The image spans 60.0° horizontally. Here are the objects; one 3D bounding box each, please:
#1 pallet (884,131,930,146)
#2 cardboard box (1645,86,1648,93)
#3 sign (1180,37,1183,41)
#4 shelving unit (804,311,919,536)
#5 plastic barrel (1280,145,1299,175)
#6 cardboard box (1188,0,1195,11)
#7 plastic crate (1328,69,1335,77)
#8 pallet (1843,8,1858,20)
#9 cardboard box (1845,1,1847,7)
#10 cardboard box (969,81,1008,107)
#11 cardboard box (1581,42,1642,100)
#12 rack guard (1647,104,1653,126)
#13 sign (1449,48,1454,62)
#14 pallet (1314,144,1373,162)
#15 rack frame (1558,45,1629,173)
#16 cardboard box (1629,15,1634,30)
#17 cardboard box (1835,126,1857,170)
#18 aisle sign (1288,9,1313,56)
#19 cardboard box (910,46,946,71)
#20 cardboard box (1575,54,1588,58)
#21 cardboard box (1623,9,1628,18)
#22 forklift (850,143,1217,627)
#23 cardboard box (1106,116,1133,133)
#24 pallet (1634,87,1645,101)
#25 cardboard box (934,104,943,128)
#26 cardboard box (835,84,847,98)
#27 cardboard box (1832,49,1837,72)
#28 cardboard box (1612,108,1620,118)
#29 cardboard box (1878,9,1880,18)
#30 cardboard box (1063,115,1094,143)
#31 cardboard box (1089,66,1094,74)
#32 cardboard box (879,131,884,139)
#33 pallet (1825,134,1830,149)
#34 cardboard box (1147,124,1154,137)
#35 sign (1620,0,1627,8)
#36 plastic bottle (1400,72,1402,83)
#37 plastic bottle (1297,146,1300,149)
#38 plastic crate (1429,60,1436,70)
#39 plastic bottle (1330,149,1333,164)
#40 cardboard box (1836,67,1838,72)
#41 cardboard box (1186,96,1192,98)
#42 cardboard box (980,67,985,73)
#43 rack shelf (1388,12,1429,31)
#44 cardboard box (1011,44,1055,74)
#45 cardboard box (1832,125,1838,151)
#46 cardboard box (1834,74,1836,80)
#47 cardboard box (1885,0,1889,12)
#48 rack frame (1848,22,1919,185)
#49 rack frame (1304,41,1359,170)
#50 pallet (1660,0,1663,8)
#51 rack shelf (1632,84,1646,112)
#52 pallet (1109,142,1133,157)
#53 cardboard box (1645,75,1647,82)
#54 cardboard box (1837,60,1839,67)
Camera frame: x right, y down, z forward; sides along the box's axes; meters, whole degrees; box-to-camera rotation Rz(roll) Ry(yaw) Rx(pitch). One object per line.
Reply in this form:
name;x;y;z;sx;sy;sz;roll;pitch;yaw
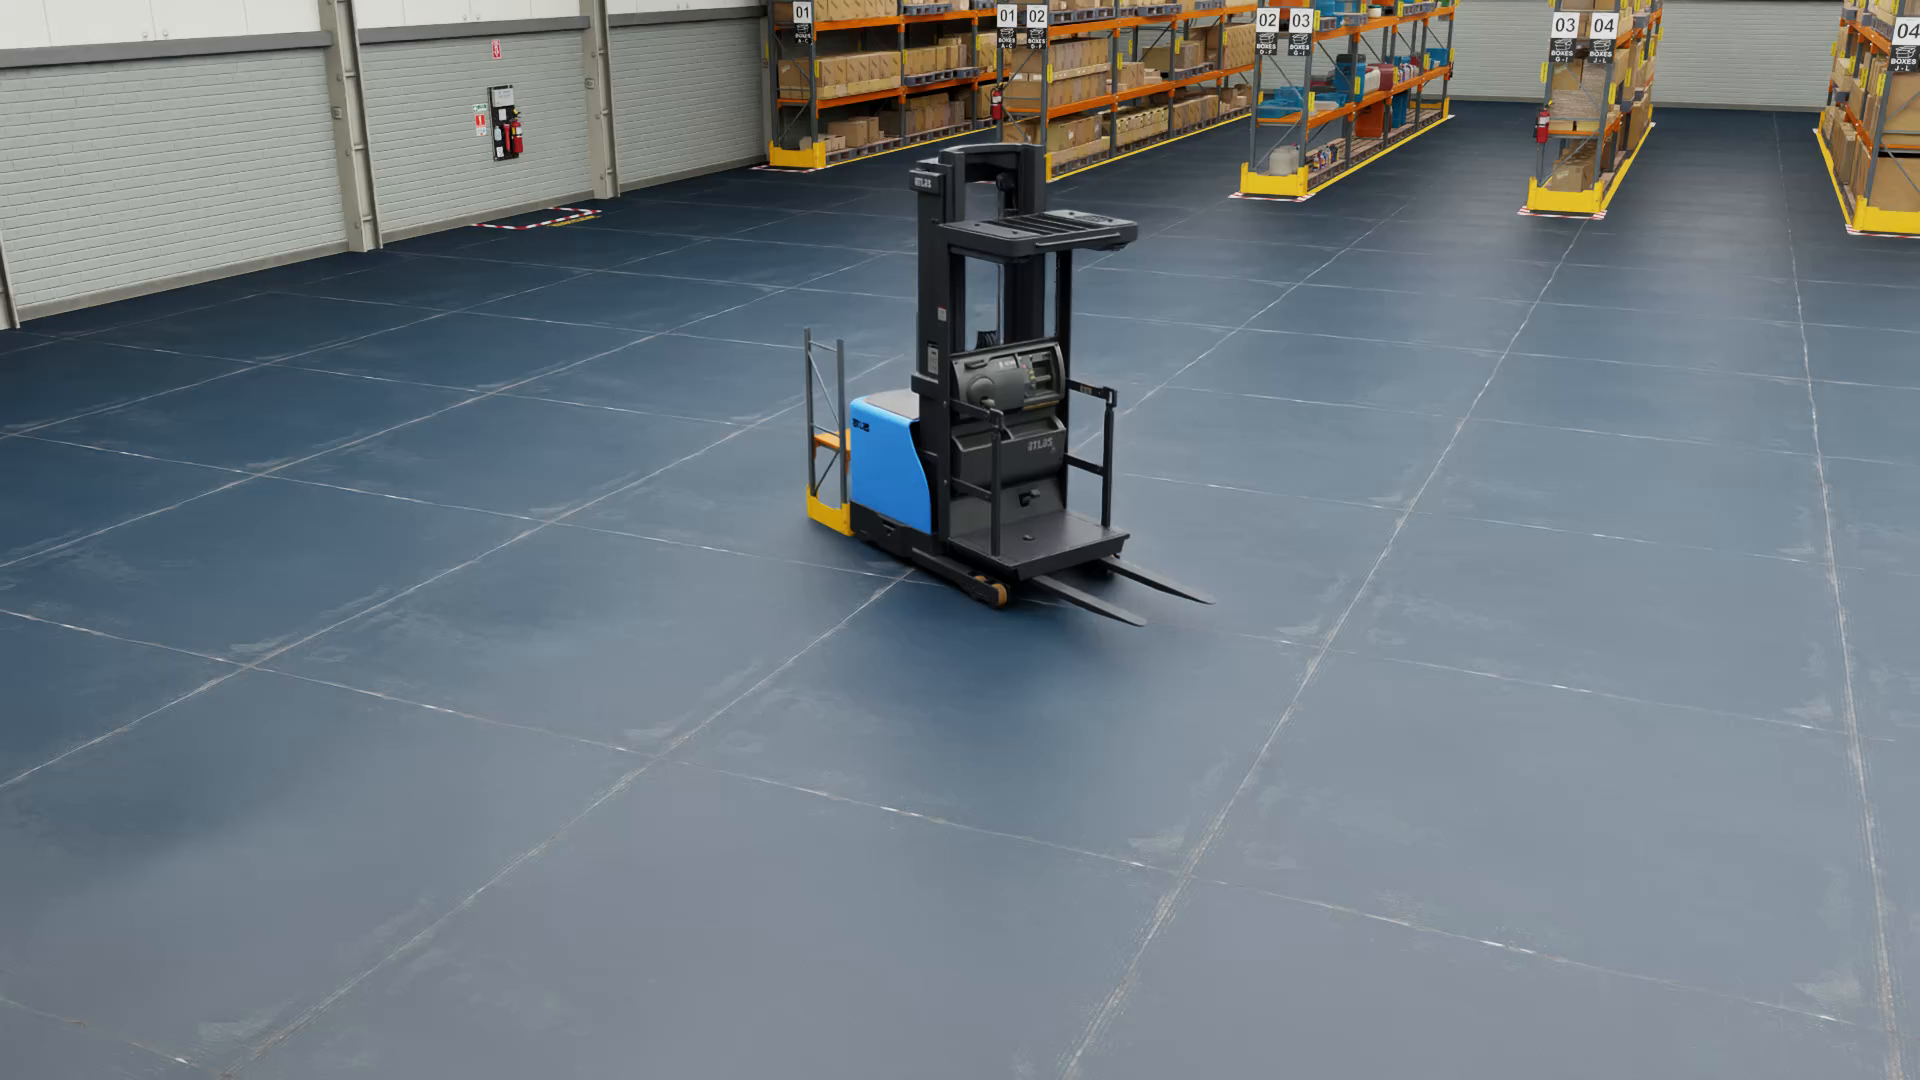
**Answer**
pallet;-1.391;-9.181;37.969;1.003;0.211;1.213;9;21;23
cardboard box;15.836;-10.326;39.571;0.875;0.875;0.875;9;21;23
sign;5.590;-12.504;41.859;0.100;0.325;0.005;9;21;23
shelving unit;-0.591;-0.923;12.826;1.083;1.500;0.587;-14;24;-34
plastic barrel;6.097;-7.065;30.944;0.421;0.512;0.421;0;20;0
cardboard box;5.020;-12.714;39.117;0.910;0.500;0.500;9;21;23
plastic crate;8.027;-9.698;35.167;0.402;0.464;0.583;9;21;23
pallet;18.836;-10.785;34.122;1.213;0.211;1.003;9;21;23
cardboard box;20.609;-12.255;38.198;0.500;0.250;0.500;9;22;24
cardboard box;0.715;-11.138;41.892;0.750;0.750;0.750;8;21;22
cardboard box;12.301;-8.922;31.557;1.000;1.000;1.000;9;21;23
rack guard;16.772;-10.716;41.853;1.175;0.500;0.348;9;21;23
sign;12.752;-12.572;43.099;0.100;0.325;0.005;9;21;23
pallet;8.114;-8.203;35.220;1.003;0.211;1.213;9;21;23
rack frame;11.848;-8.218;31.099;1.000;3.000;0.127;9;21;23
cardboard box;11.900;-9.385;30.129;0.500;0.250;0.500;9;22;25
cardboard box;17.284;-7.425;31.602;1.050;0.750;0.750;9;21;24
aisle sign;5.929;-8.837;28.961;0.394;0.787;0.004;9;21;23
cardboard box;-0.744;-11.205;38.693;0.700;0.500;0.500;9;21;23
cardboard box;10.617;-8.161;28.856;0.500;0.500;0.500;9;21;23
cardboard box;11.444;-9.205;29.029;0.380;0.149;0.250;10;22;25
forklift;0.469;-1.110;11.215;1.130;2.935;3.031;-14;24;-35
cardboard box;3.418;-8.989;35.908;0.500;0.311;0.500;8;21;22
pallet;13.292;-9.118;33.916;1.213;0.211;1.003;9;21;23
cardboard box;-0.813;-9.984;39.141;0.700;0.500;0.500;8;21;22
cardboard box;-2.658;-9.239;34.165;0.500;0.250;0.500;8;21;21
cardboard box;20.810;-11.262;39.067;0.500;0.500;0.500;10;22;25
cardboard box;11.760;-7.758;30.182;0.380;0.149;0.250;9;21;23
cardboard box;15.768;-8.902;28.146;0.380;0.149;0.250;9;21;23
cardboard box;2.405;-8.357;33.850;0.500;0.500;0.500;9;21;23
cardboard box;2.478;-9.507;33.609;0.380;0.149;0.250;8;21;22
cardboard box;-1.900;-8.961;36.762;0.380;0.166;0.250;6;20;16
pallet;19.851;-8.848;37.033;1.003;0.211;1.213;9;21;23
cardboard box;4.041;-9.197;37.331;0.500;0.250;0.500;9;22;24
sign;10.705;-8.746;26.802;0.100;0.325;0.005;9;21;23
plastic bottle;9.985;-10.532;37.799;0.097;0.271;0.097;0;20;0
plastic bottle;6.692;-7.681;32.999;0.152;0.276;0.135;9;22;25
plastic crate;11.637;-11.852;41.479;0.416;0.233;0.300;9;21;23
plastic bottle;7.222;-7.474;32.406;0.061;0.283;0.133;10;22;26
cardboard box;18.817;-9.956;35.290;0.380;0.149;0.250;9;22;24
cardboard box;5.459;-10.774;41.361;0.500;0.500;0.500;9;21;23
cardboard box;0.387;-11.515;40.716;0.380;0.149;0.250;9;21;23
rack shelf;9.787;-11.806;37.785;1.077;0.370;4.000;9;21;23
cardboard box;1.399;-9.171;31.694;0.700;0.500;0.500;9;21;23
cardboard box;18.419;-8.308;34.457;0.500;0.500;0.500;8;21;20
cardboard box;18.919;-9.888;35.545;0.380;0.149;0.250;9;21;24
cardboard box;15.258;-8.659;26.868;0.500;0.250;0.500;9;21;23
rack frame;16.332;-7.506;29.098;1.000;3.000;0.127;9;21;23
rack frame;7.330;-8.897;33.010;1.000;3.000;0.127;9;21;23
pallet;16.468;-13.029;40.284;1.003;0.211;1.213;9;21;23
rack shelf;14.305;-9.713;36.377;1.077;0.370;4.000;9;21;23
pallet;3.078;-8.495;36.040;1.003;0.211;1.213;9;21;23
cardboard box;15.549;-10.590;38.144;0.380;0.149;0.250;9;21;23
cardboard box;18.811;-10.090;35.225;0.380;0.149;0.250;9;21;23
